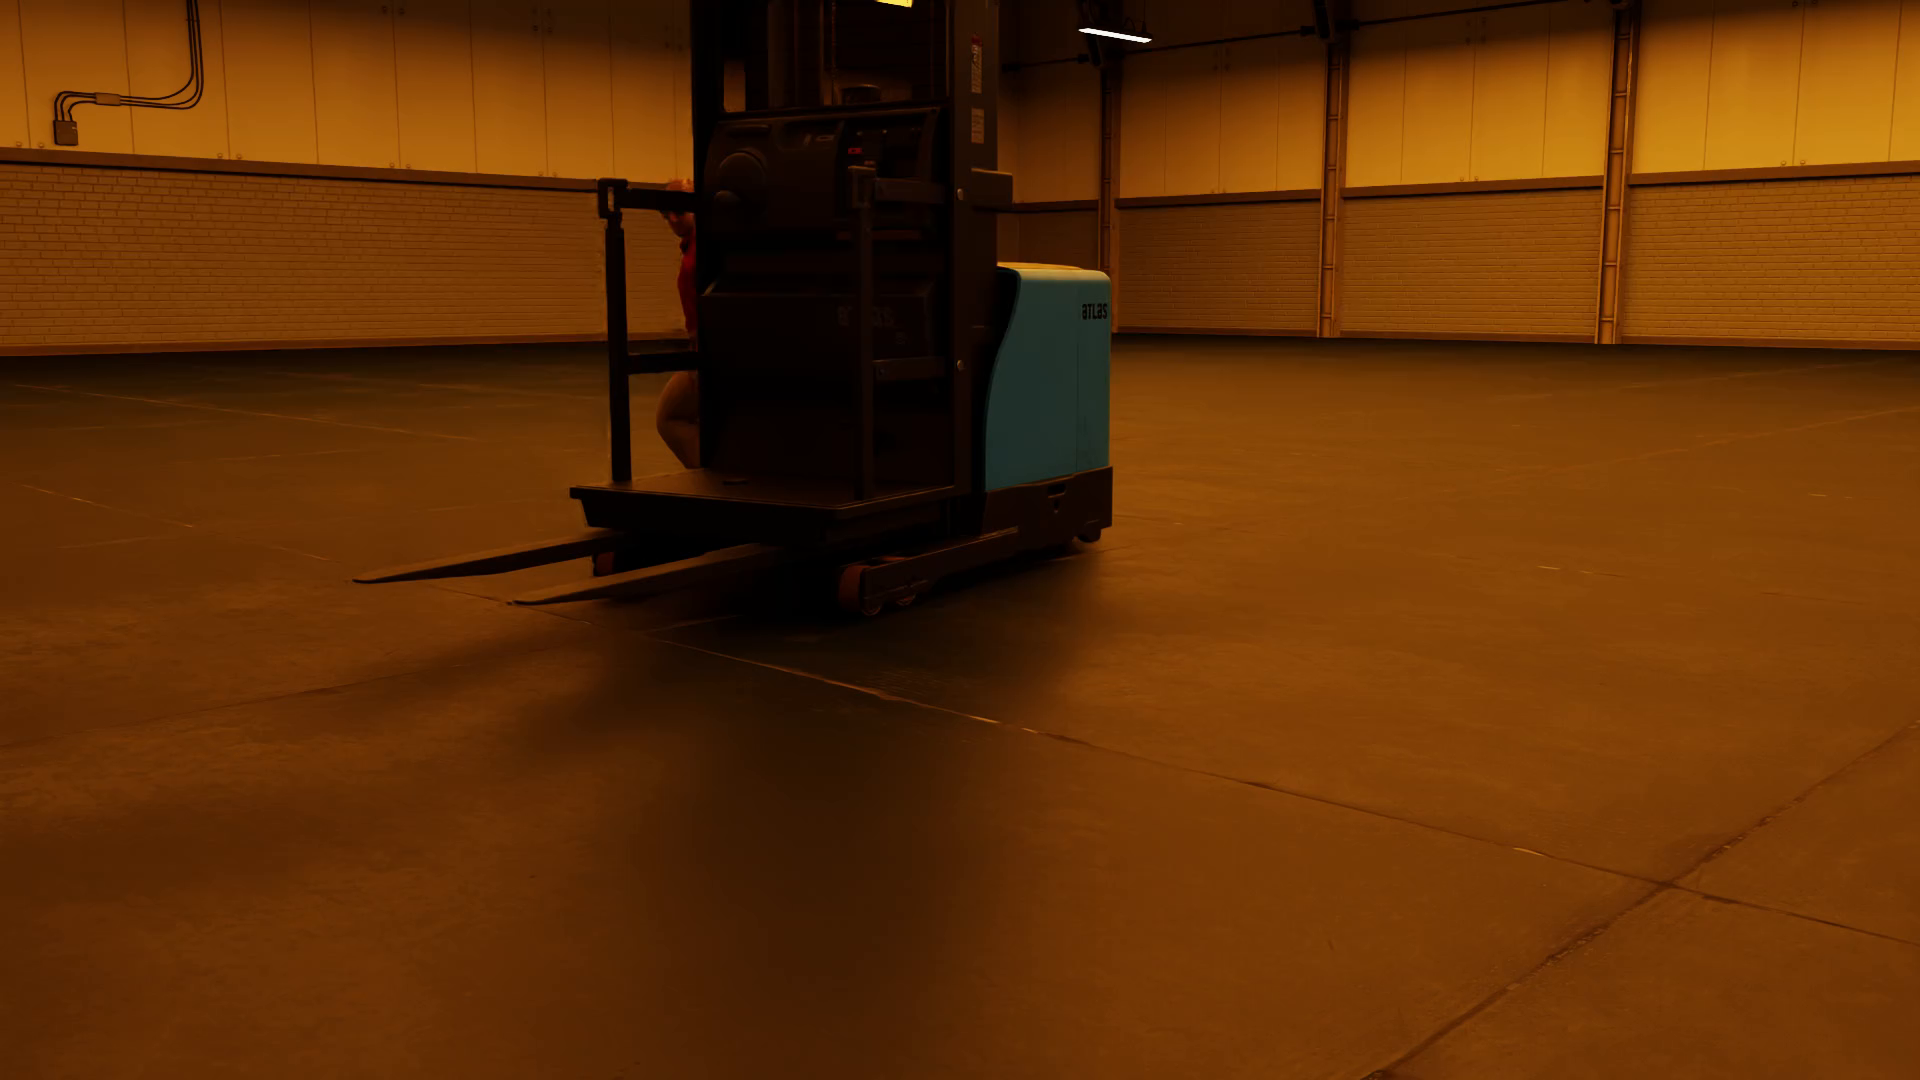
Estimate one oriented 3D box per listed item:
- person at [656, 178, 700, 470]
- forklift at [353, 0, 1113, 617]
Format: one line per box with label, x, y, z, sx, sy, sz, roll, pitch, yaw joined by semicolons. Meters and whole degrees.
person;-1.074;-0.871;7.559;0.722;1.518;0.698;3;9;19
forklift;-0.584;-1.289;5.435;1.130;2.935;3.031;5;10;31
